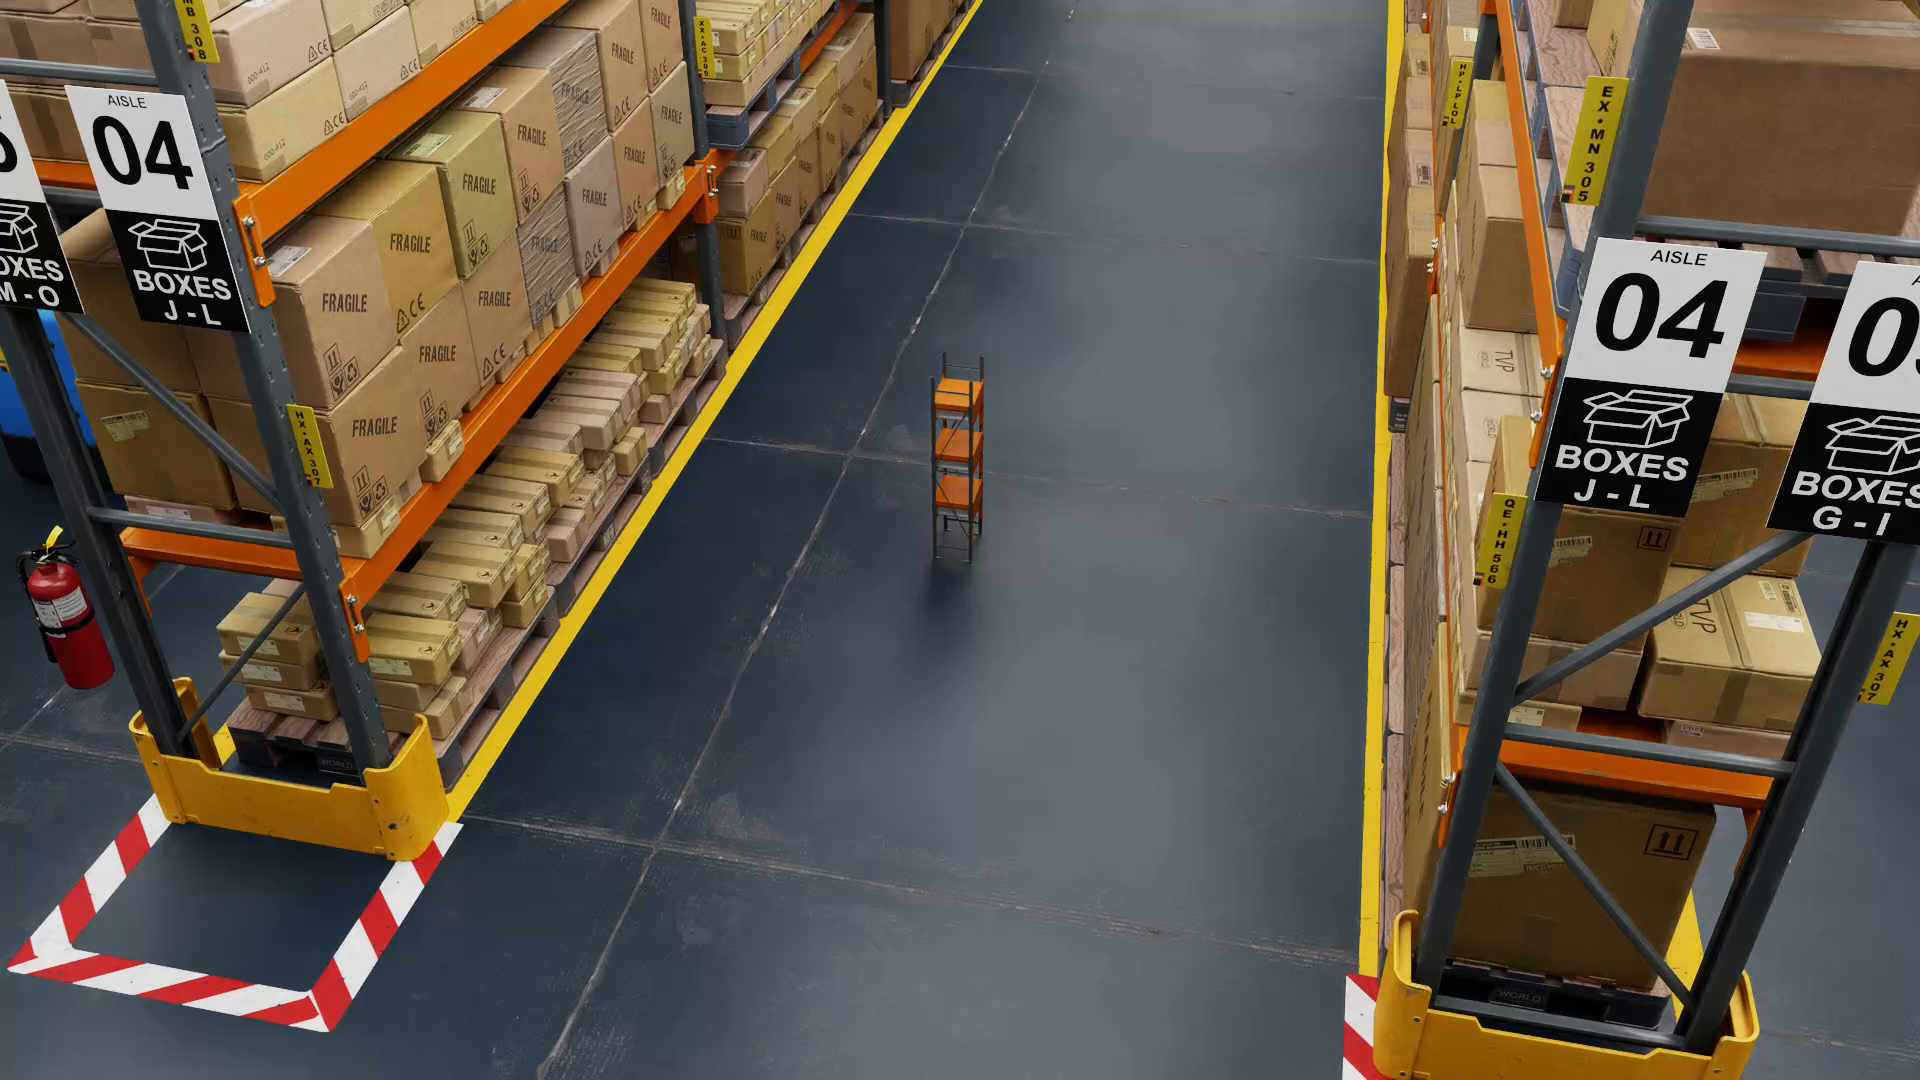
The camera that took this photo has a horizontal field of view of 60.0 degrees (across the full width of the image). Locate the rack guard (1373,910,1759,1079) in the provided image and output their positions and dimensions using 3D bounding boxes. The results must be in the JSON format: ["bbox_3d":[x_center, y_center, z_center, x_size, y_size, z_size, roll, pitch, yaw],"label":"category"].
[{"bbox_3d":[2.073,1.672,5.787,1.175,0.500,0.348,7,37,10],"label":"rack guard"}]

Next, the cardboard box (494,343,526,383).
[{"bbox_3d":[-2.149,-0.831,7.325,0.380,0.149,0.250,7,36,9],"label":"cardboard box"}]

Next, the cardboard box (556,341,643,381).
[{"bbox_3d":[-1.907,-0.913,8.788,0.380,0.149,0.250,8,37,11],"label":"cardboard box"}]

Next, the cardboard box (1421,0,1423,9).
[{"bbox_3d":[4.369,-4.779,14.313,0.700,0.500,0.500,7,37,10],"label":"cardboard box"}]

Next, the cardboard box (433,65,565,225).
[{"bbox_3d":[-2.051,-1.702,7.121,0.500,0.500,0.500,6,36,8],"label":"cardboard box"}]

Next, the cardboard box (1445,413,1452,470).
[{"bbox_3d":[2.159,-0.374,6.694,0.380,0.149,0.250,8,37,11],"label":"cardboard box"}]

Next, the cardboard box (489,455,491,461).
[{"bbox_3d":[-2.523,-0.549,8.539,0.380,0.149,0.250,7,37,10],"label":"cardboard box"}]

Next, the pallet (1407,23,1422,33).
[{"bbox_3d":[4.218,-3.956,13.799,1.003,0.211,1.213,7,37,10],"label":"pallet"}]

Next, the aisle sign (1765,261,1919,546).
[{"bbox_3d":[2.356,-0.328,4.201,0.394,0.787,0.004,7,37,10],"label":"aisle sign"}]

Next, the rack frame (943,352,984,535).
[{"bbox_3d":[0.015,-0.464,8.266,0.200,1.050,0.008,7,37,10],"label":"rack frame"}]

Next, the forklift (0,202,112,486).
[{"bbox_3d":[-4.264,-2.296,9.190,1.130,2.935,3.031,8,37,11],"label":"forklift"}]

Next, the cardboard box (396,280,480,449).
[{"bbox_3d":[-2.291,-0.727,6.629,0.500,0.500,0.500,7,37,10],"label":"cardboard box"}]

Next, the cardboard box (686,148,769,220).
[{"bbox_3d":[-1.476,-2.179,10.104,0.500,0.250,0.500,6,36,8],"label":"cardboard box"}]

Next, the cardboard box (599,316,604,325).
[{"bbox_3d":[-2.282,-1.295,9.569,0.380,0.149,0.250,9,37,12],"label":"cardboard box"}]

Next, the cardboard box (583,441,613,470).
[{"bbox_3d":[-1.996,-0.499,8.471,0.380,0.149,0.250,6,36,8],"label":"cardboard box"}]

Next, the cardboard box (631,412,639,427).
[{"bbox_3d":[-1.948,-0.641,8.920,0.380,0.149,0.250,6,36,9],"label":"cardboard box"}]

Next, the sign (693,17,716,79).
[{"bbox_3d":[-1.360,-2.614,8.833,0.100,0.325,0.005,7,37,10],"label":"sign"}]

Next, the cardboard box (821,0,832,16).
[{"bbox_3d":[-1.028,-3.457,10.590,0.380,0.149,0.250,6,36,8],"label":"cardboard box"}]

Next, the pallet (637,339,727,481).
[{"bbox_3d":[-2.000,-0.808,9.456,1.003,0.211,1.213,7,37,10],"label":"pallet"}]

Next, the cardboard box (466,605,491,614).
[{"bbox_3d":[-2.304,0.261,7.422,0.380,0.149,0.250,8,37,11],"label":"cardboard box"}]

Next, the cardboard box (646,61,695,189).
[{"bbox_3d":[-1.719,-2.175,8.627,0.500,0.500,0.500,7,37,10],"label":"cardboard box"}]

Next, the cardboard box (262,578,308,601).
[{"bbox_3d":[-2.771,0.238,7.201,0.380,0.149,0.250,8,37,11],"label":"cardboard box"}]

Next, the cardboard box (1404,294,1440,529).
[{"bbox_3d":[2.713,-0.589,8.229,0.875,0.875,0.875,7,37,10],"label":"cardboard box"}]

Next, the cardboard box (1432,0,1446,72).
[{"bbox_3d":[3.203,-3.146,10.220,0.500,0.500,0.500,7,36,9],"label":"cardboard box"}]

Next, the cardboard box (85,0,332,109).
[{"bbox_3d":[-2.396,-1.615,5.338,0.500,0.250,0.500,8,37,11],"label":"cardboard box"}]

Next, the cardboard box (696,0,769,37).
[{"bbox_3d":[-1.305,-2.965,9.404,0.380,0.149,0.250,8,37,11],"label":"cardboard box"}]

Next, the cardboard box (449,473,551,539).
[{"bbox_3d":[-2.141,-0.160,7.749,0.380,0.149,0.250,9,37,12],"label":"cardboard box"}]

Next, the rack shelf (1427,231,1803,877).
[{"bbox_3d":[2.505,-0.209,6.866,1.077,0.370,4.000,7,37,10],"label":"rack shelf"}]

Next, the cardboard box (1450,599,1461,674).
[{"bbox_3d":[1.886,0.353,5.691,0.380,0.149,0.250,8,37,10],"label":"cardboard box"}]

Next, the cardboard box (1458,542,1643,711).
[{"bbox_3d":[1.922,0.275,5.459,0.500,0.250,0.500,7,36,9],"label":"cardboard box"}]

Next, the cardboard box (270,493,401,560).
[{"bbox_3d":[-2.356,-0.077,6.284,0.380,0.149,0.250,7,37,10],"label":"cardboard box"}]

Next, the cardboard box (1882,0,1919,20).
[{"bbox_3d":[2.375,-1.432,4.855,0.700,0.500,0.500,6,36,8],"label":"cardboard box"}]

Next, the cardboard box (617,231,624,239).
[{"bbox_3d":[-1.910,-1.586,8.366,0.380,0.149,0.250,6,36,9],"label":"cardboard box"}]

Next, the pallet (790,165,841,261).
[{"bbox_3d":[-1.468,-2.346,11.577,1.003,0.211,1.213,7,37,10],"label":"pallet"}]

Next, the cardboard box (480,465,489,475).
[{"bbox_3d":[-2.502,-0.265,8.401,0.380,0.149,0.250,8,37,11],"label":"cardboard box"}]

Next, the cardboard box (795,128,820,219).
[{"bbox_3d":[-1.265,-2.481,11.159,0.500,0.500,0.500,8,37,11],"label":"cardboard box"}]

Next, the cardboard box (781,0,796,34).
[{"bbox_3d":[-1.195,-3.130,9.885,0.380,0.149,0.250,6,36,8],"label":"cardboard box"}]

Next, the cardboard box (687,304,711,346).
[{"bbox_3d":[-1.648,-1.243,9.497,0.380,0.149,0.250,8,37,11],"label":"cardboard box"}]

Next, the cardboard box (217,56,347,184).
[{"bbox_3d":[-2.400,-1.413,5.485,0.500,0.250,0.500,9,37,12],"label":"cardboard box"}]

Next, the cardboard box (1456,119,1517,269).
[{"bbox_3d":[2.468,-1.487,7.251,0.500,0.500,0.500,7,37,10],"label":"cardboard box"}]

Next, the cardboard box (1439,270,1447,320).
[{"bbox_3d":[2.433,-1.116,7.718,0.380,0.149,0.250,8,37,11],"label":"cardboard box"}]

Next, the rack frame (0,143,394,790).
[{"bbox_3d":[-2.746,-0.034,6.011,1.000,3.000,0.127,7,37,10],"label":"rack frame"}]

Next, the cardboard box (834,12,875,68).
[{"bbox_3d":[-0.927,-3.657,12.143,0.500,0.250,0.500,6,36,9],"label":"cardboard box"}]

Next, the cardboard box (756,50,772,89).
[{"bbox_3d":[-1.305,-2.723,9.578,0.380,0.149,0.250,8,37,11],"label":"cardboard box"}]

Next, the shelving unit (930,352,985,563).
[{"bbox_3d":[-0.011,-0.394,8.170,0.215,1.050,0.252,7,37,10],"label":"shelving unit"}]

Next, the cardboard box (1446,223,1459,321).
[{"bbox_3d":[2.465,-1.186,7.475,0.500,0.250,0.500,7,37,10],"label":"cardboard box"}]

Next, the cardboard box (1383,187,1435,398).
[{"bbox_3d":[3.050,-1.326,9.247,1.225,0.875,0.875,7,37,10],"label":"cardboard box"}]

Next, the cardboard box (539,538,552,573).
[{"bbox_3d":[-2.176,0.096,7.903,0.380,0.149,0.250,7,37,10],"label":"cardboard box"}]

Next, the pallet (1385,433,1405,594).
[{"bbox_3d":[2.694,-0.092,8.467,1.003,0.211,1.213,7,37,10],"label":"pallet"}]

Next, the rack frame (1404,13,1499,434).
[{"bbox_3d":[2.932,-1.647,8.237,1.000,3.000,0.127,7,37,10],"label":"rack frame"}]
